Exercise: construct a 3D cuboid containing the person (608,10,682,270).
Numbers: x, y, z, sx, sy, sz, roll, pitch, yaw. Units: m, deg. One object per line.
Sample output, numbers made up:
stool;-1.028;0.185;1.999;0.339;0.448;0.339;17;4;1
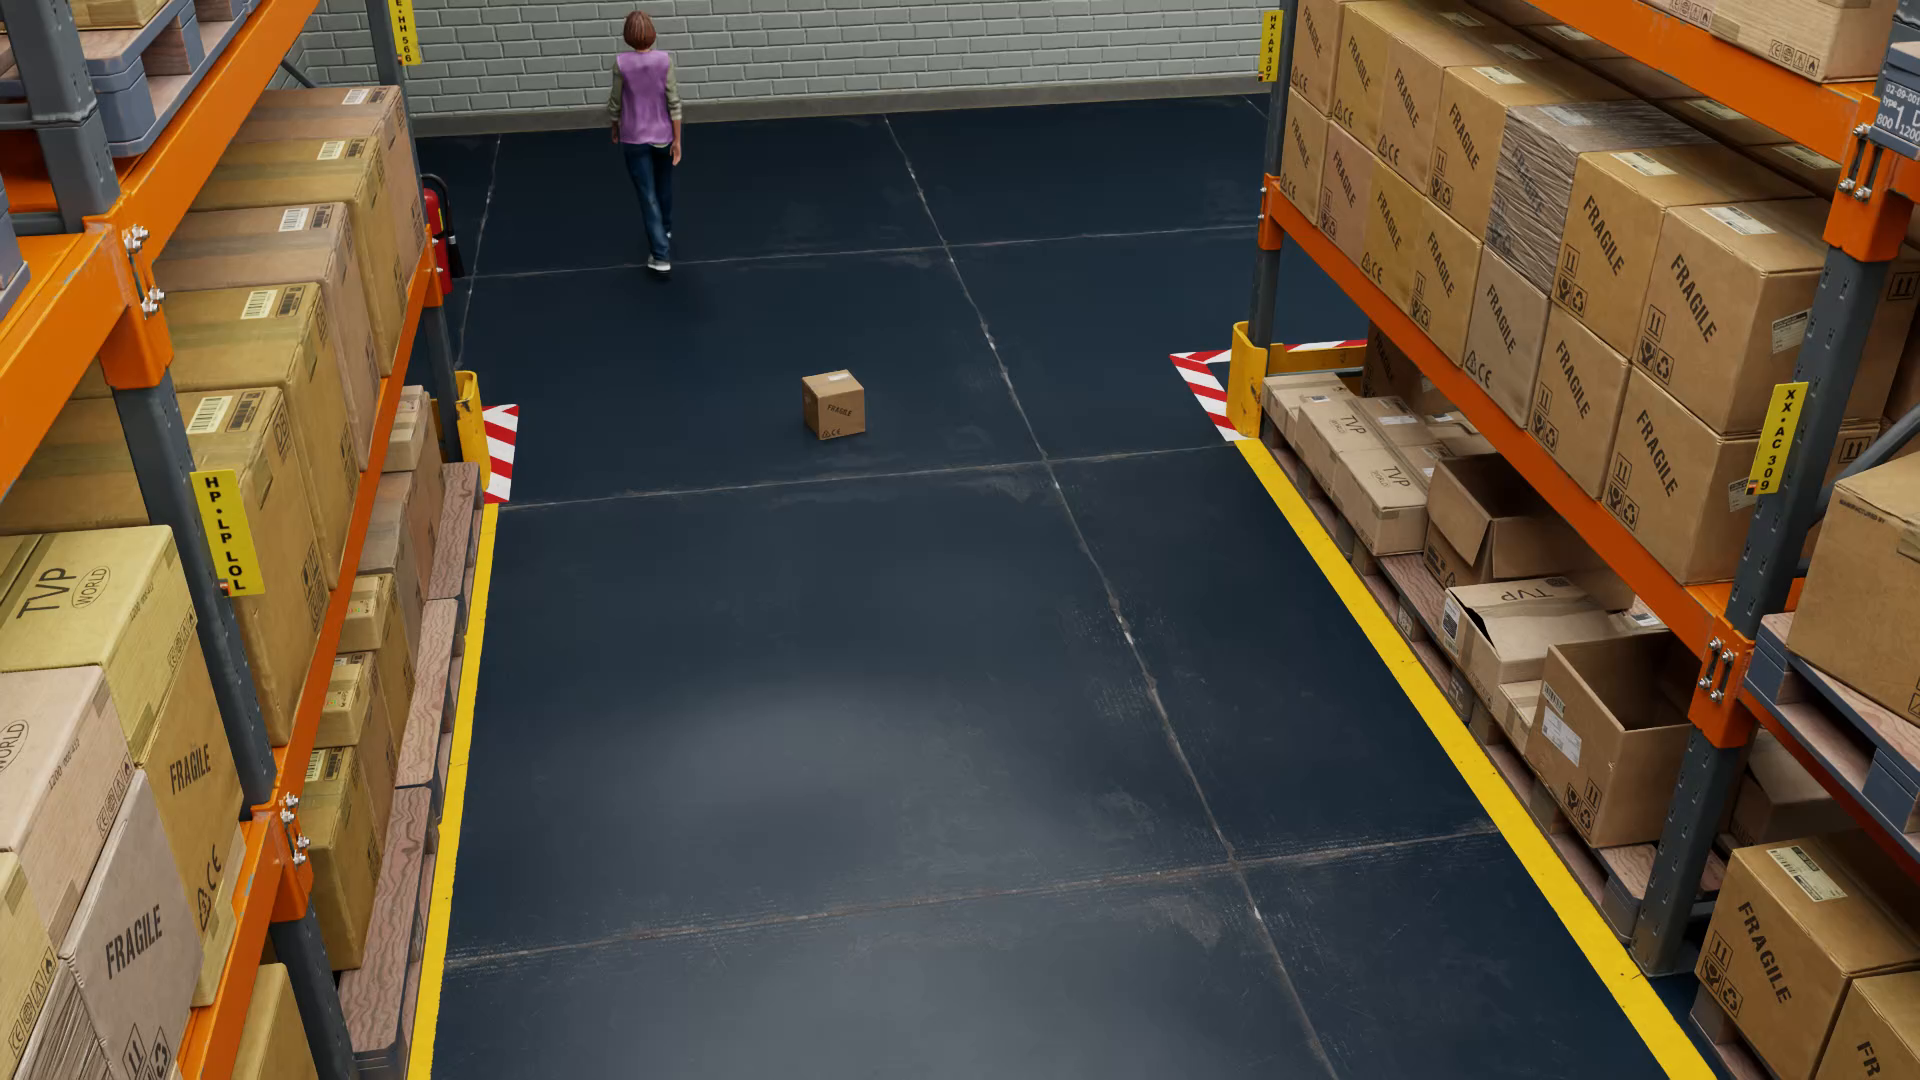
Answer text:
person;-1.941;-2.506;10.277;0.417;1.538;0.934;-11;33;-18
